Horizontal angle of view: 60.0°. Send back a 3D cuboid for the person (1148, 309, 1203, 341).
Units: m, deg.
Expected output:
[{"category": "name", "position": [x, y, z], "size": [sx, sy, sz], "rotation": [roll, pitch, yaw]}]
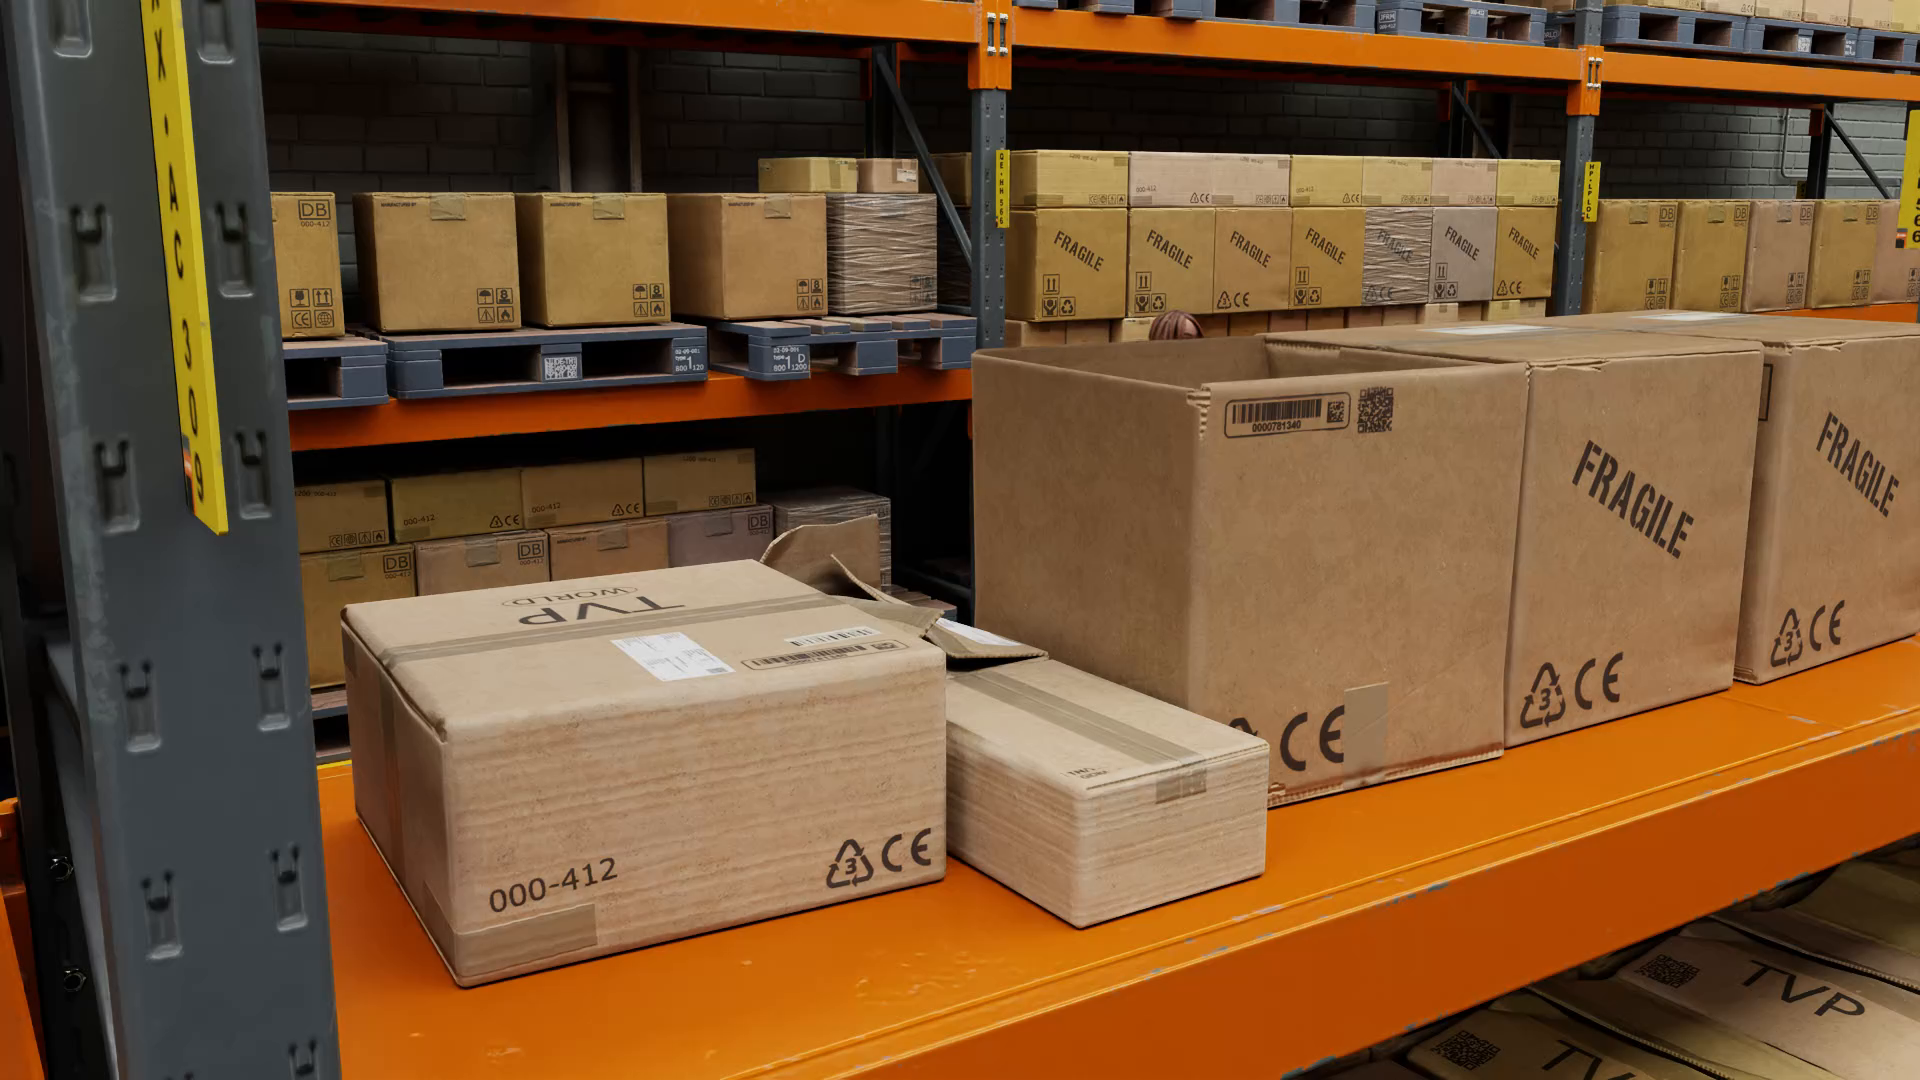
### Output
[{"category": "person", "position": [0.879, -0.066, 6.312], "size": [0.405, 1.589, 0.500], "rotation": [-7, 14, -32]}]
